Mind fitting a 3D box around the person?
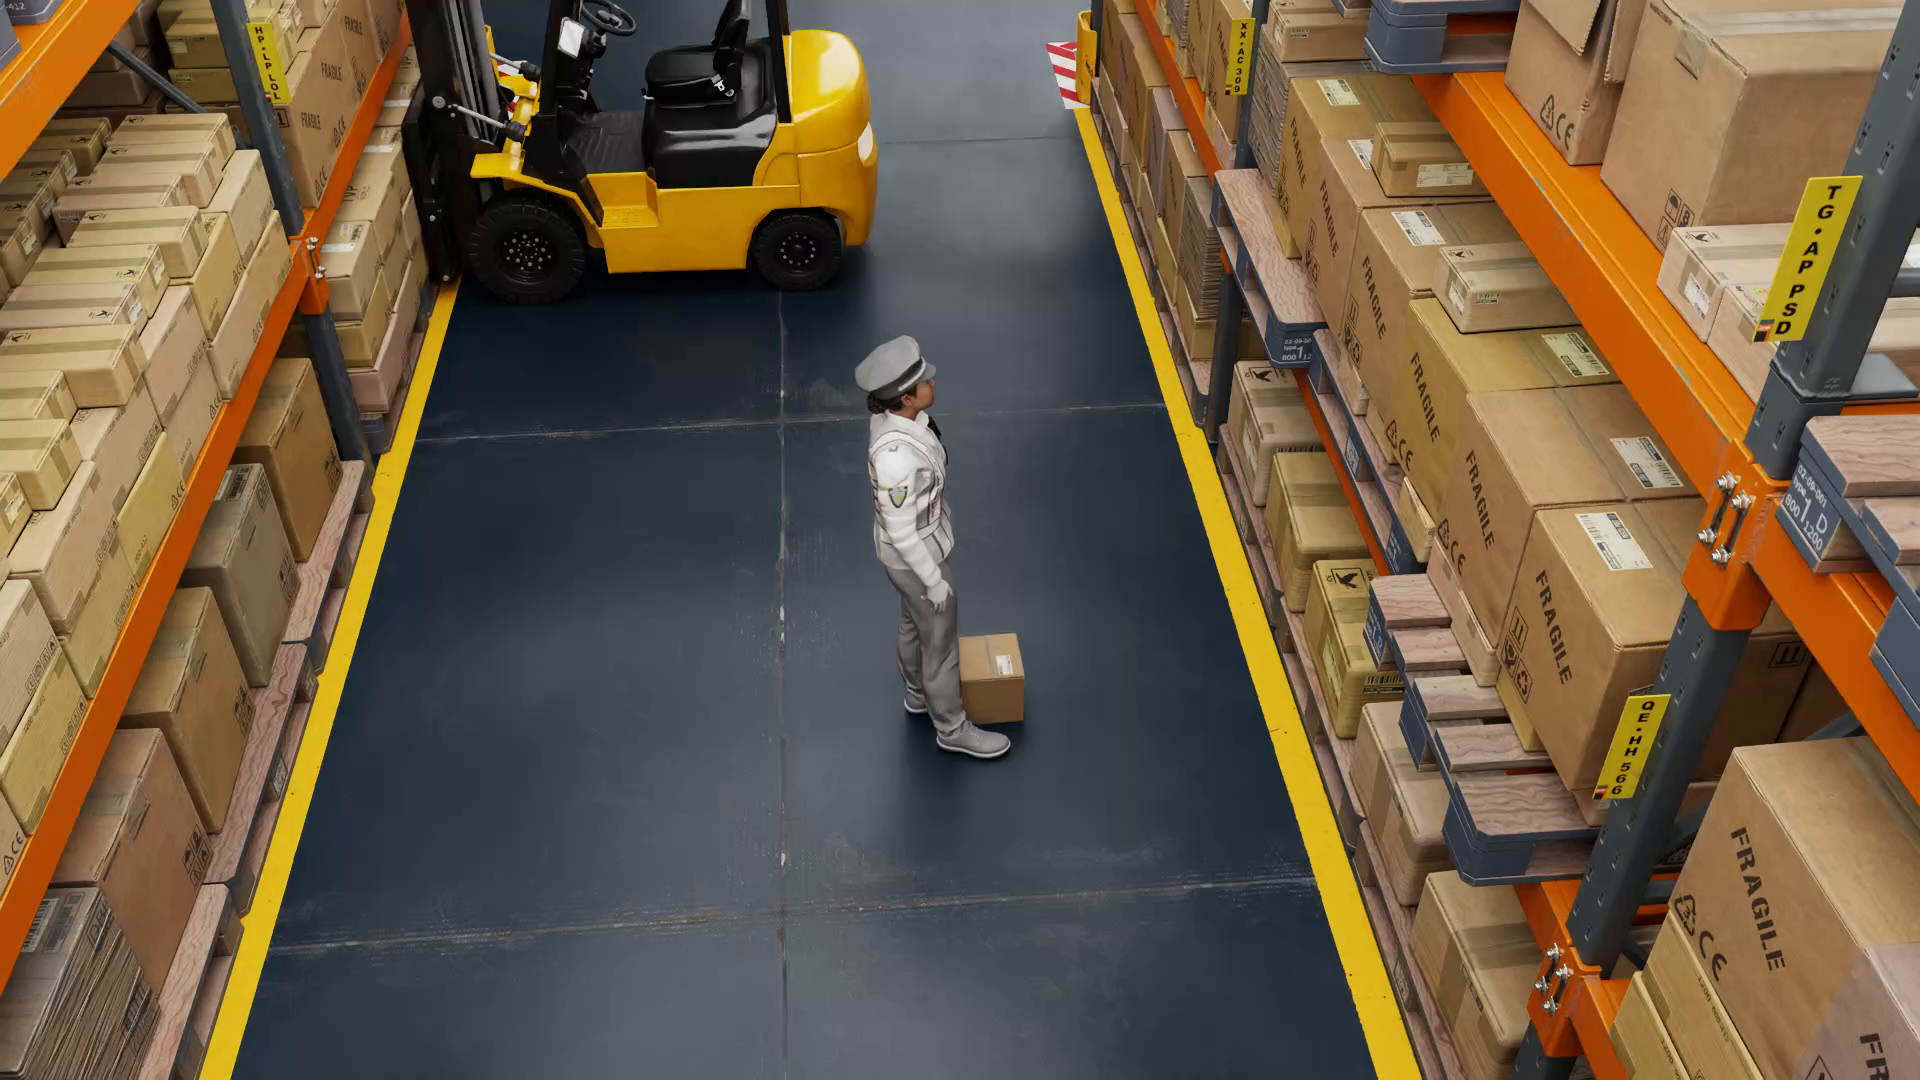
[{"bbox_3d":[-0.089,0.018,6.093,0.530,1.694,0.586,-3,39,-4],"label":"person"}]
